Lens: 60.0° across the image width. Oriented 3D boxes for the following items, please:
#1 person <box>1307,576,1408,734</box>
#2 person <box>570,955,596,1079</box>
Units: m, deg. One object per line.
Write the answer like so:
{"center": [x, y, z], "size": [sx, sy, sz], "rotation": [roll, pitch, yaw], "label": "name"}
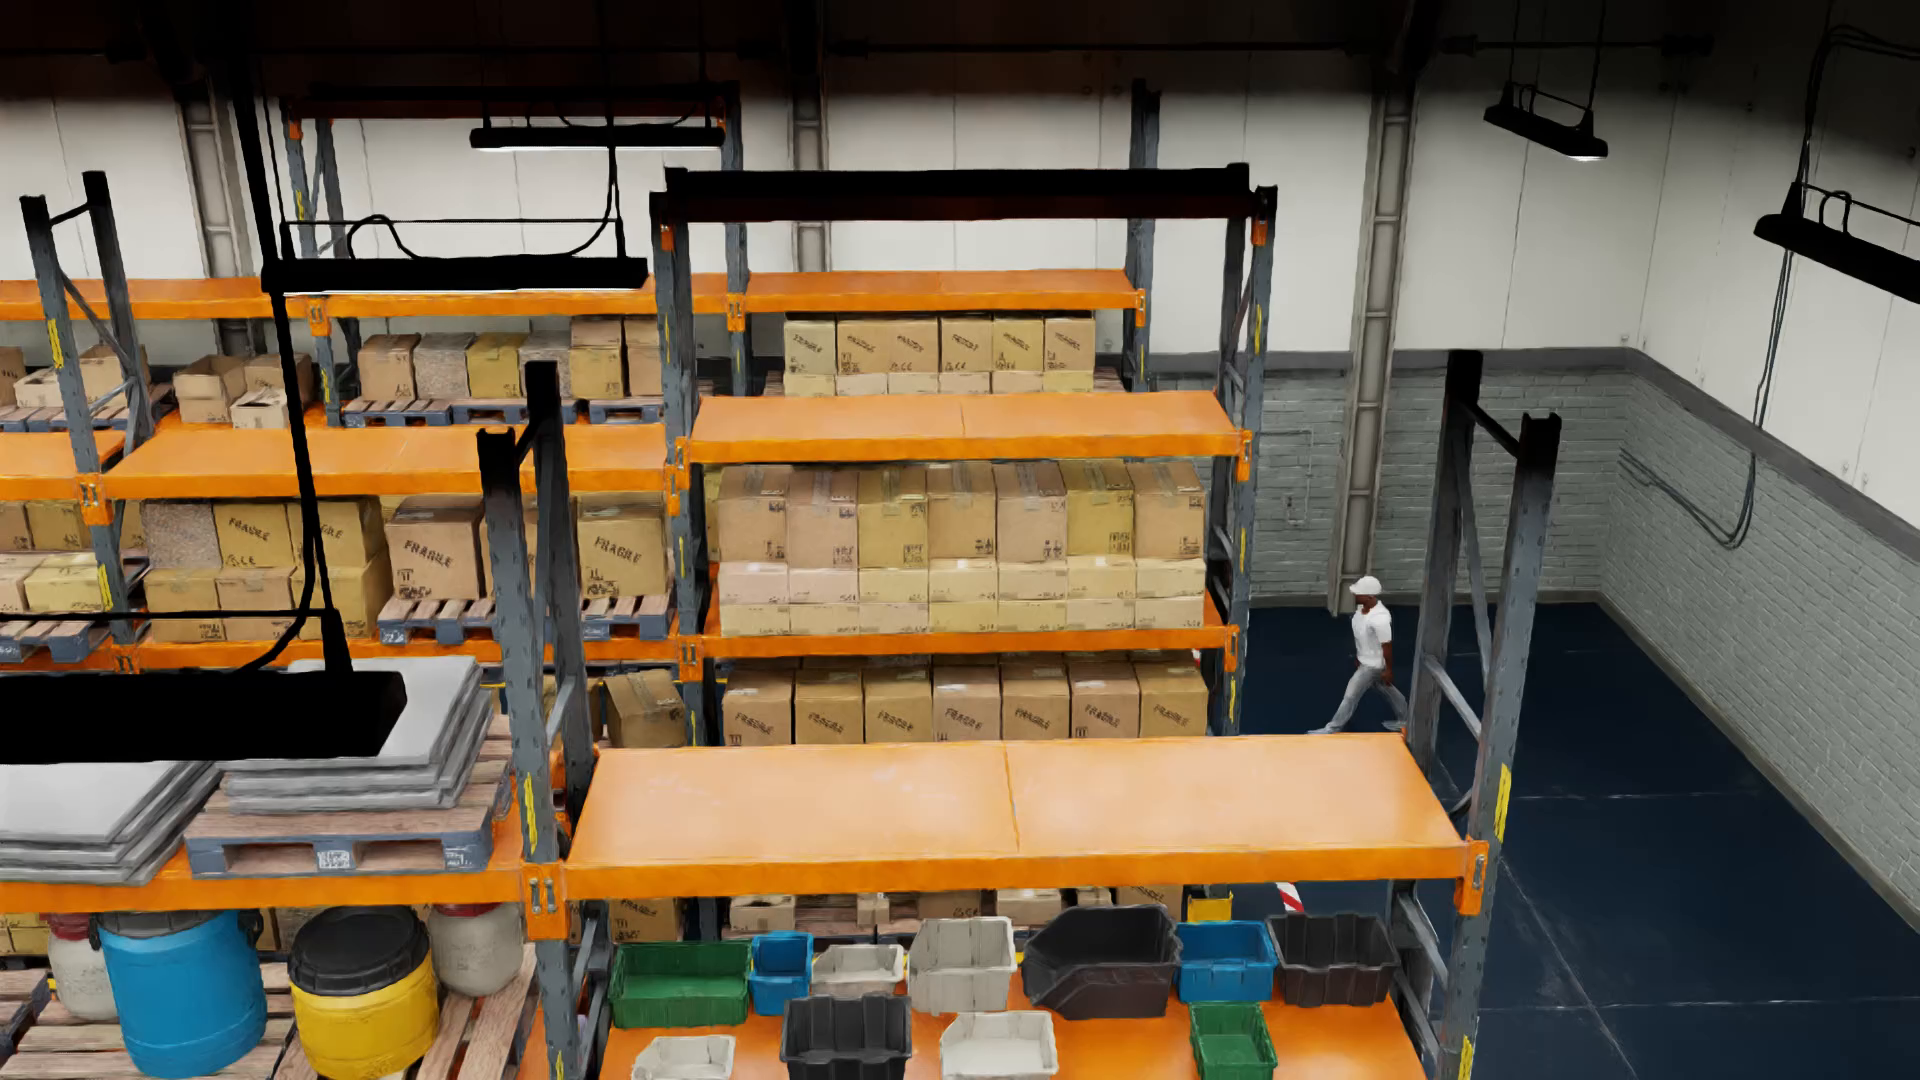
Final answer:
{"center": [3.937, 1.127, 16.098], "size": [1.121, 1.691, 0.577], "rotation": [0, 22, -1], "label": "person"}
{"center": [-2.358, 3.354, 10.801], "size": [0.517, 1.596, 0.625], "rotation": [-2, 22, -5], "label": "person"}
